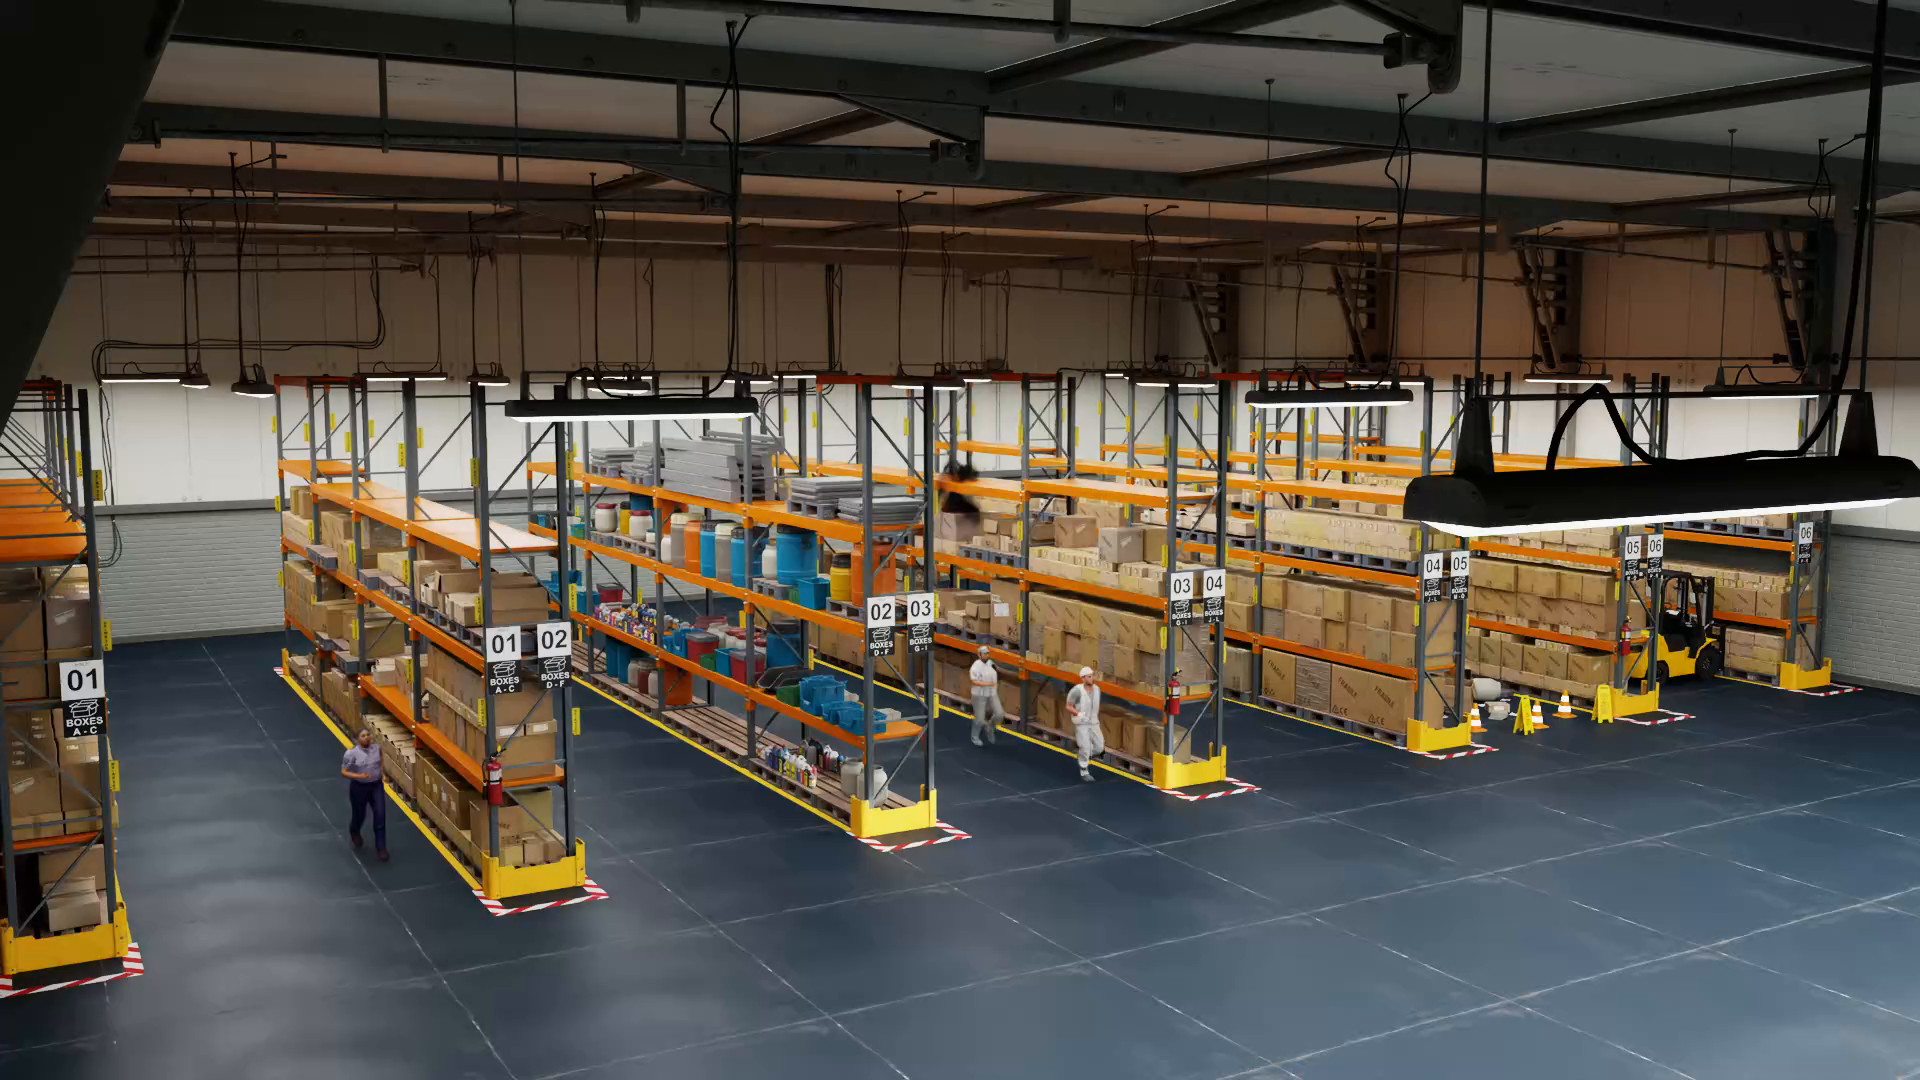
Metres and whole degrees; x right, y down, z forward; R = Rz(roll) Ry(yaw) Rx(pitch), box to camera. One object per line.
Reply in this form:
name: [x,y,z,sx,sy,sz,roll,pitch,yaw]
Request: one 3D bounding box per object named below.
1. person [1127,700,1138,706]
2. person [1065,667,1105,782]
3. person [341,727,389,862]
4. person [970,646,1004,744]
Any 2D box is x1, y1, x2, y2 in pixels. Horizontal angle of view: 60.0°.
person: [3.063,2.167,30.551,0.590,1.683,0.720,-4,7,-30]
person: [1.892,2.755,24.893,0.660,1.744,0.614,-4,7,-30]
person: [-7.561,3.190,21.156,0.602,1.662,0.934,-5,8,-37]
person: [0.433,2.542,27.144,0.601,1.644,0.648,-4,8,-35]
